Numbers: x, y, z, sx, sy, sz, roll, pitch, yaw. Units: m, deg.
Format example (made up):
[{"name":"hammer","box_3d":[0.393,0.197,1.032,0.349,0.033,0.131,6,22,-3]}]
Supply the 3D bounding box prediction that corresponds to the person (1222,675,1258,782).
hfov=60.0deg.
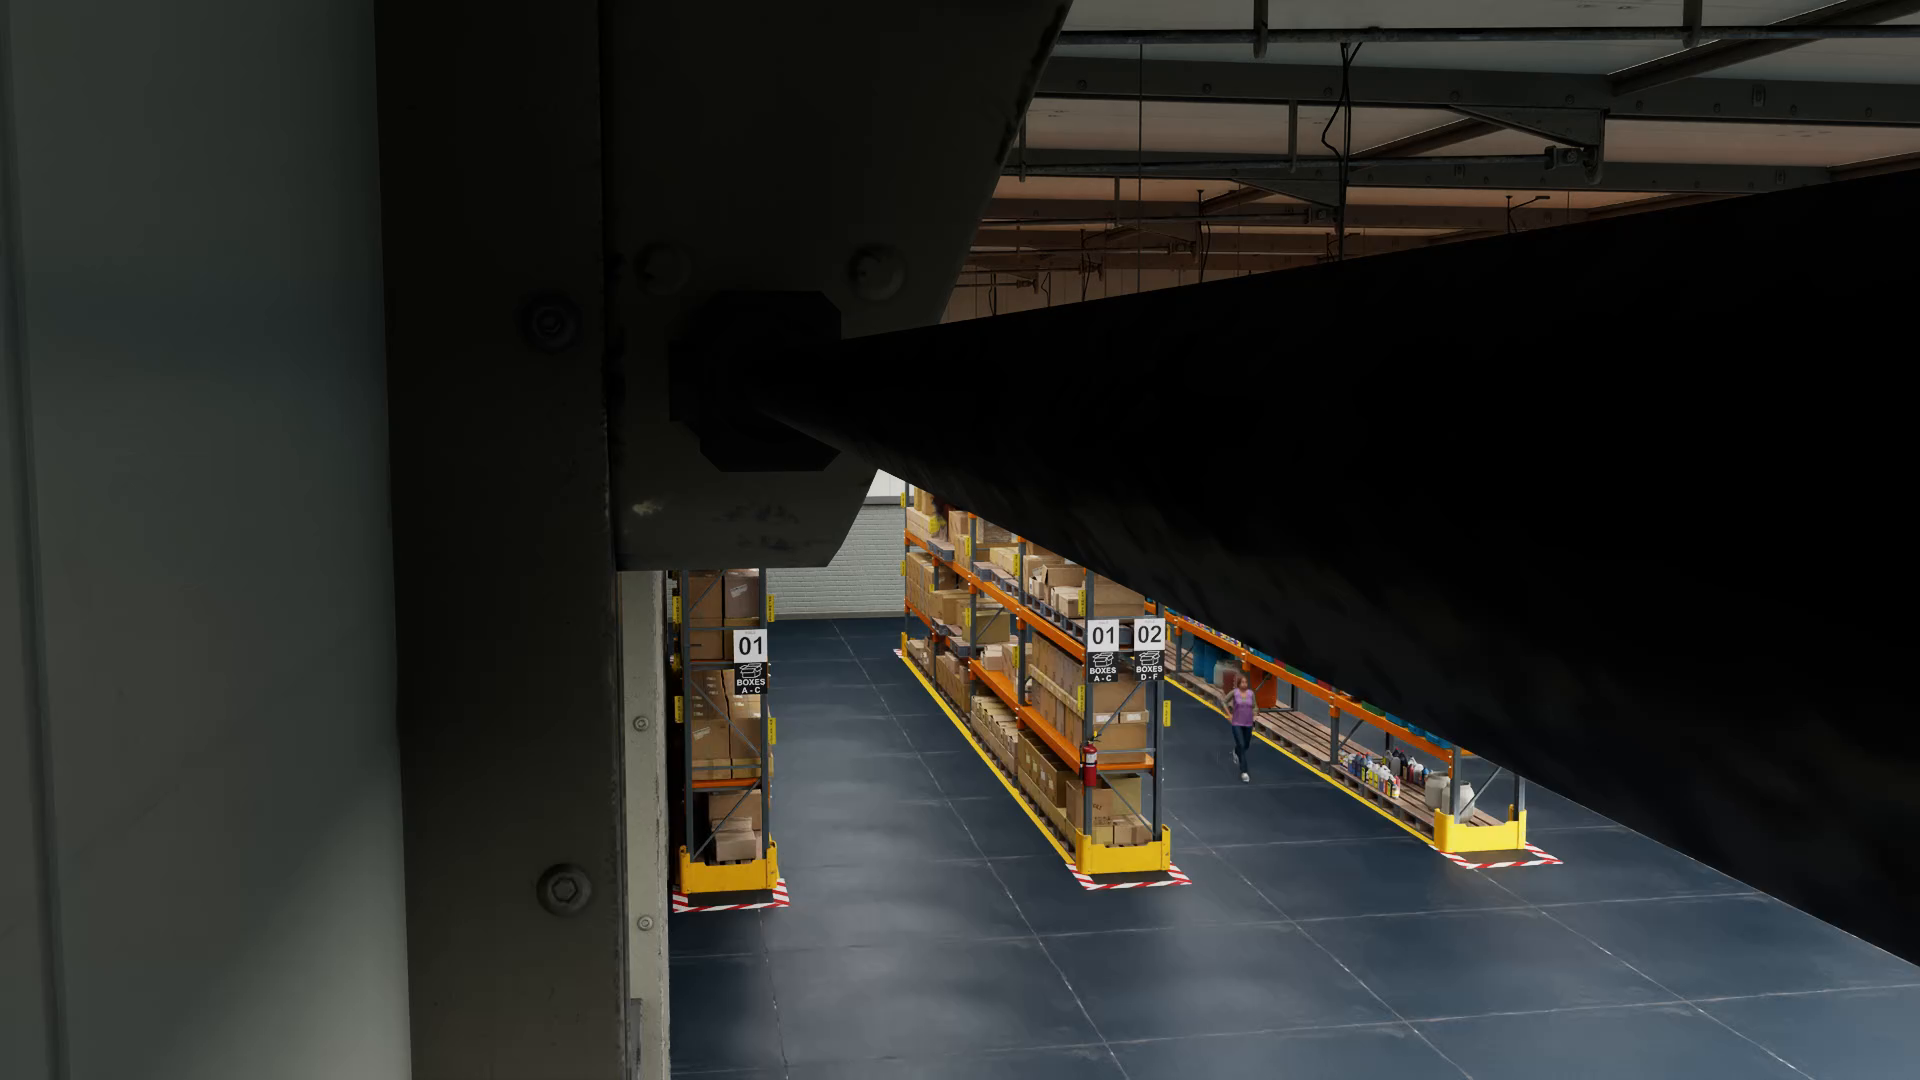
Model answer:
[{"name":"person","box_3d":[4.353,2.875,25.785,0.541,1.598,0.839,-1,6,-8]}]
